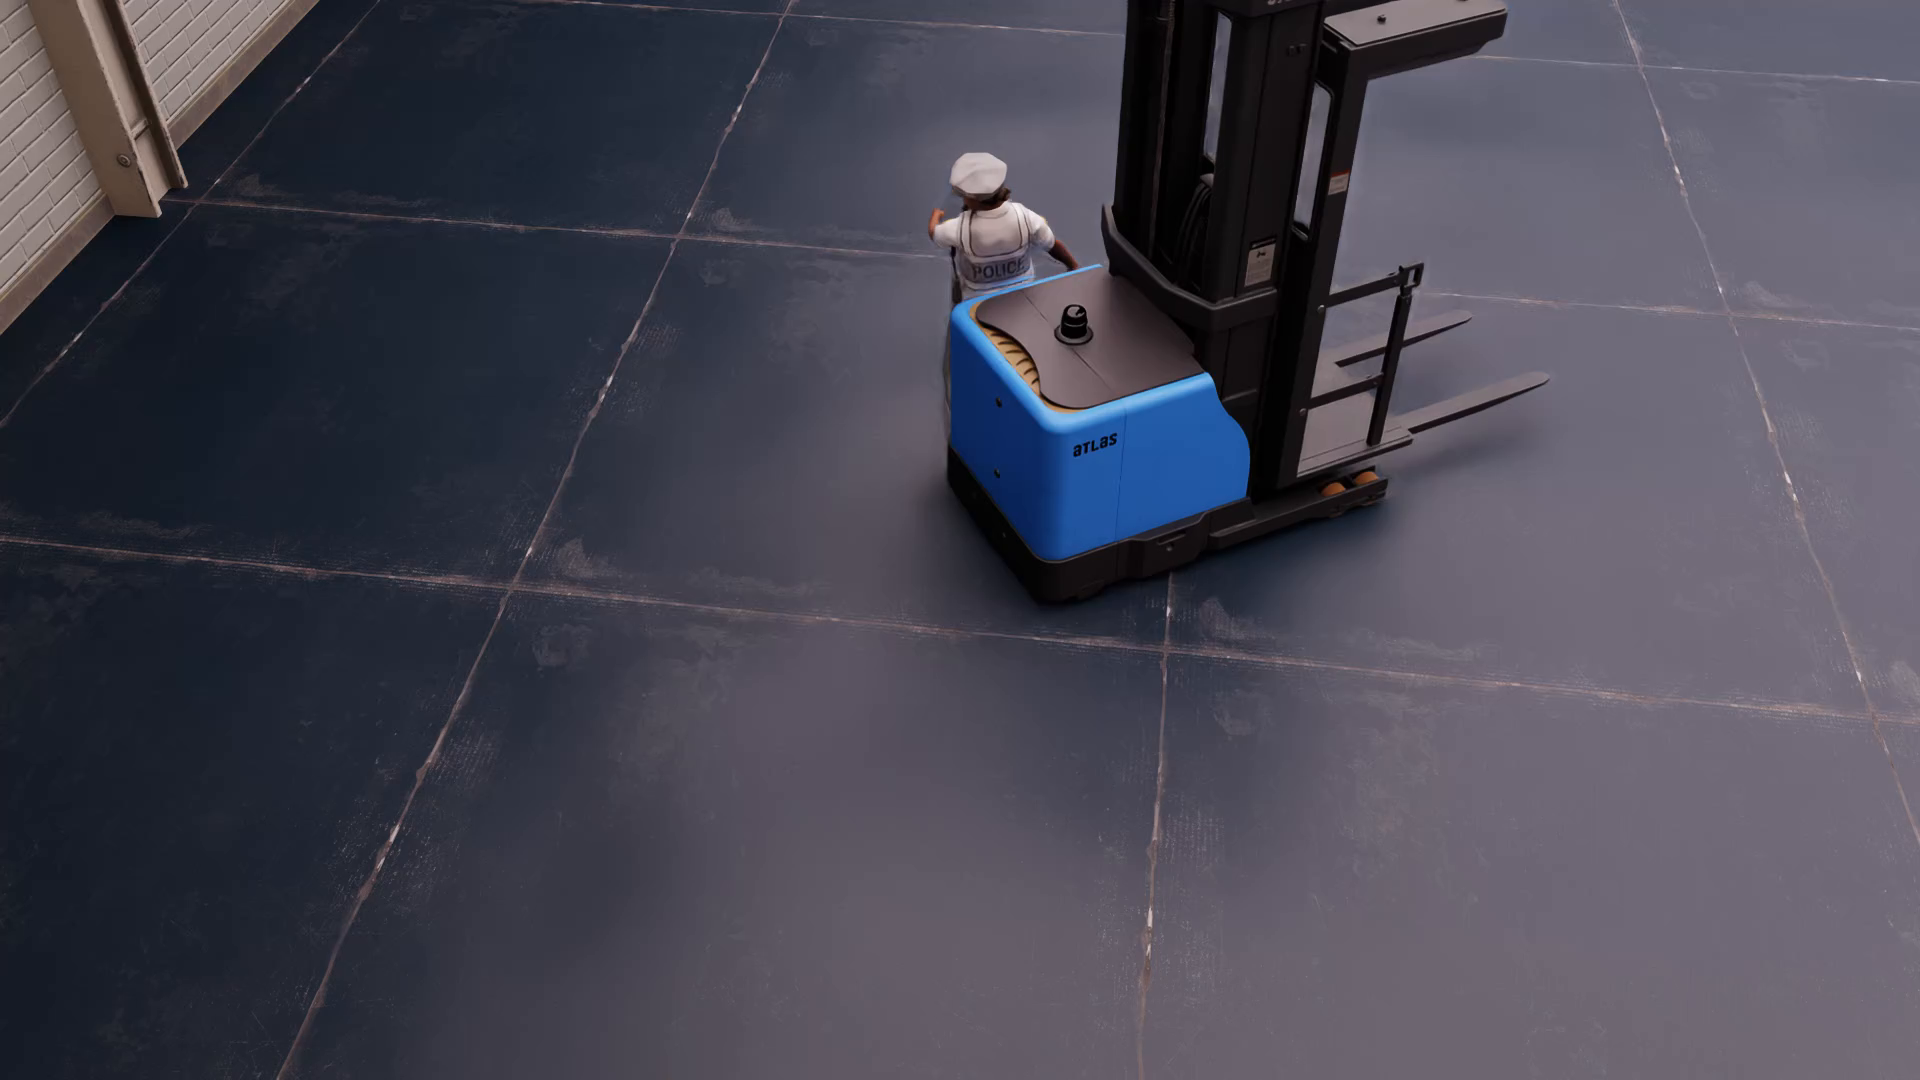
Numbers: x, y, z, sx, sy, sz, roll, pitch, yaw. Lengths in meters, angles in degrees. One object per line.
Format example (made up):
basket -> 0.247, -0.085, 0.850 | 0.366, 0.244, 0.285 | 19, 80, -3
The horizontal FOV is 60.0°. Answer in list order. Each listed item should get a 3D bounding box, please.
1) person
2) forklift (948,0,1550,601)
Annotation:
person -> 0.218, -1.233, 8.100 | 0.743, 1.617, 0.837 | -12, 44, -13
forklift -> 1.497, -1.492, 7.349 | 3.031, 2.935, 1.130 | -18, 46, -19
